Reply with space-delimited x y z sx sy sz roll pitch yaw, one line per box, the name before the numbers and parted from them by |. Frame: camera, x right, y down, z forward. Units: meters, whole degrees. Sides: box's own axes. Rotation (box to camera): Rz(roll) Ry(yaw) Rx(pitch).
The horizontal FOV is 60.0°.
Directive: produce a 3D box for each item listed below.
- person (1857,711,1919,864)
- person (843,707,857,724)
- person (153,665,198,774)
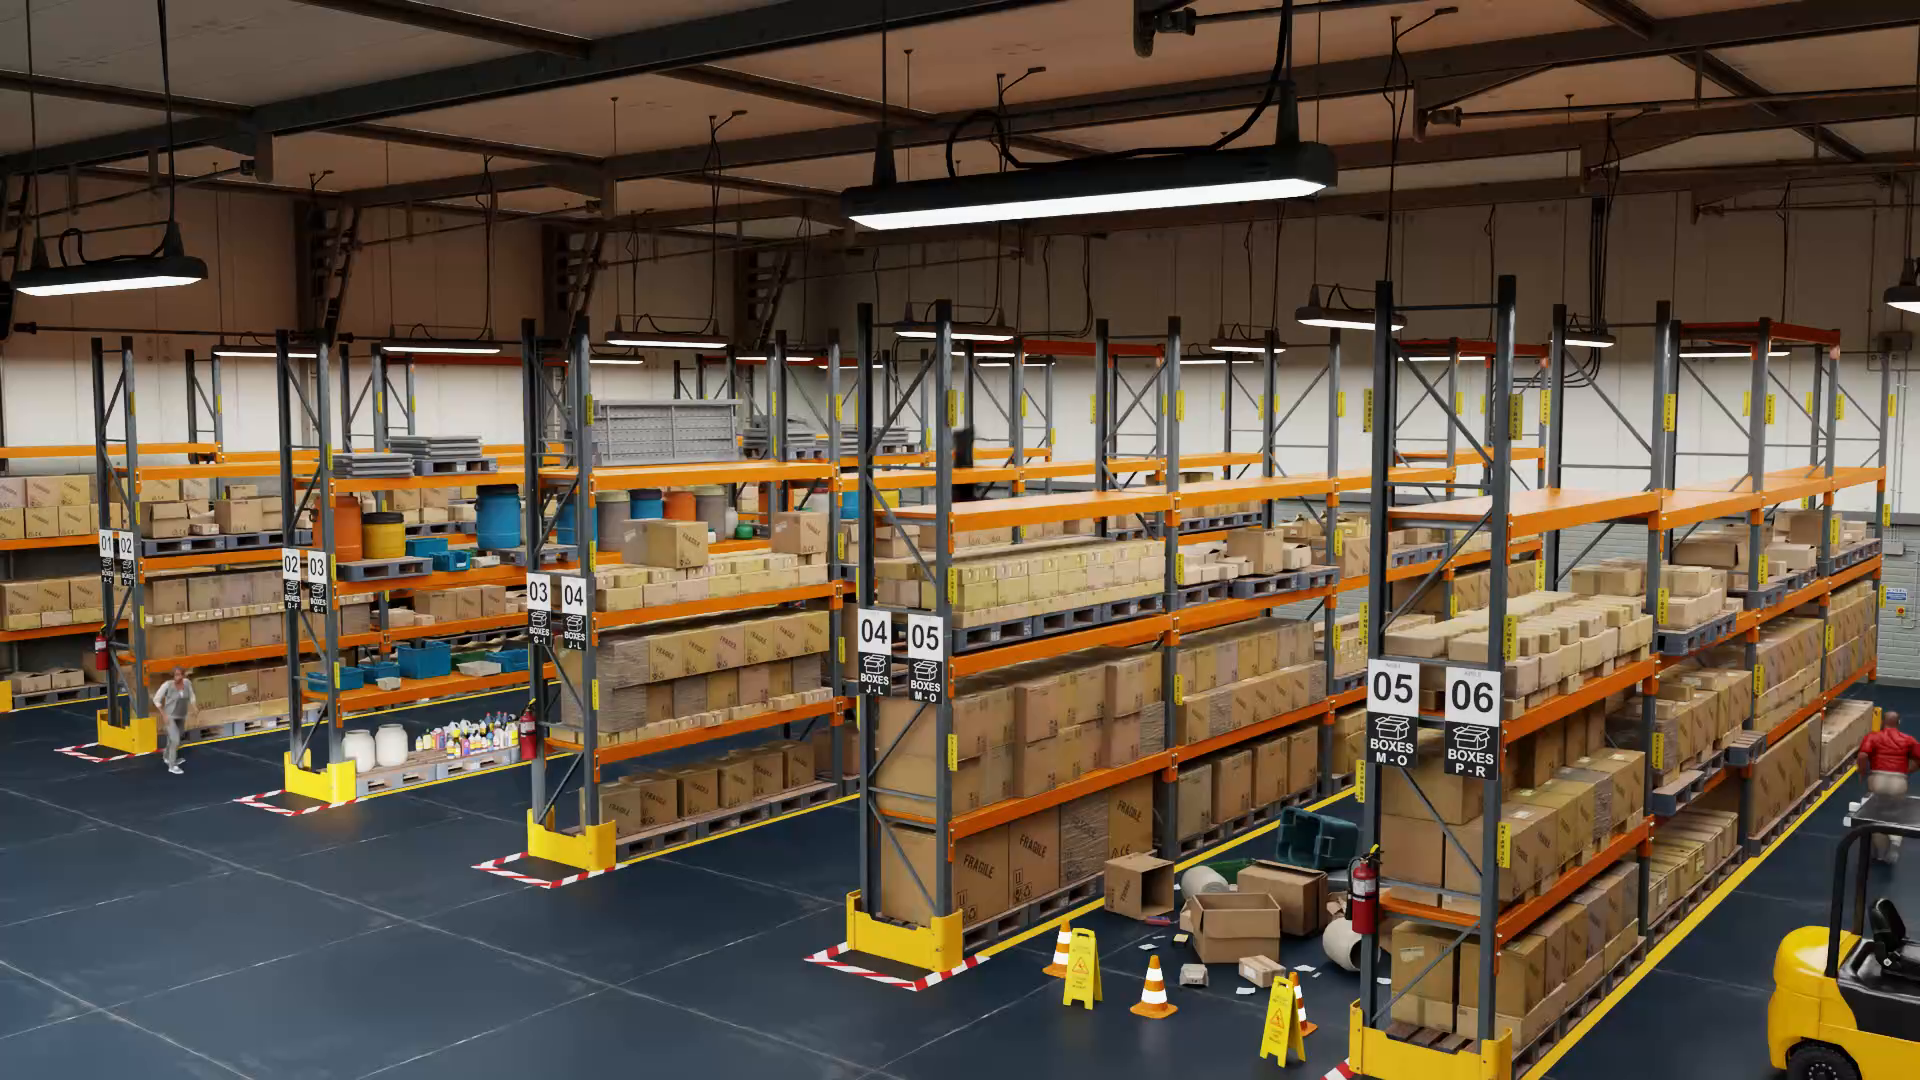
person | 10.277 2.744 18.386 0.658 1.677 0.776 3 6 29
person | -1.776 2.096 25.907 0.677 1.624 0.841 1 5 15
person | -10.759 2.435 22.823 0.807 1.521 0.590 3 6 27
